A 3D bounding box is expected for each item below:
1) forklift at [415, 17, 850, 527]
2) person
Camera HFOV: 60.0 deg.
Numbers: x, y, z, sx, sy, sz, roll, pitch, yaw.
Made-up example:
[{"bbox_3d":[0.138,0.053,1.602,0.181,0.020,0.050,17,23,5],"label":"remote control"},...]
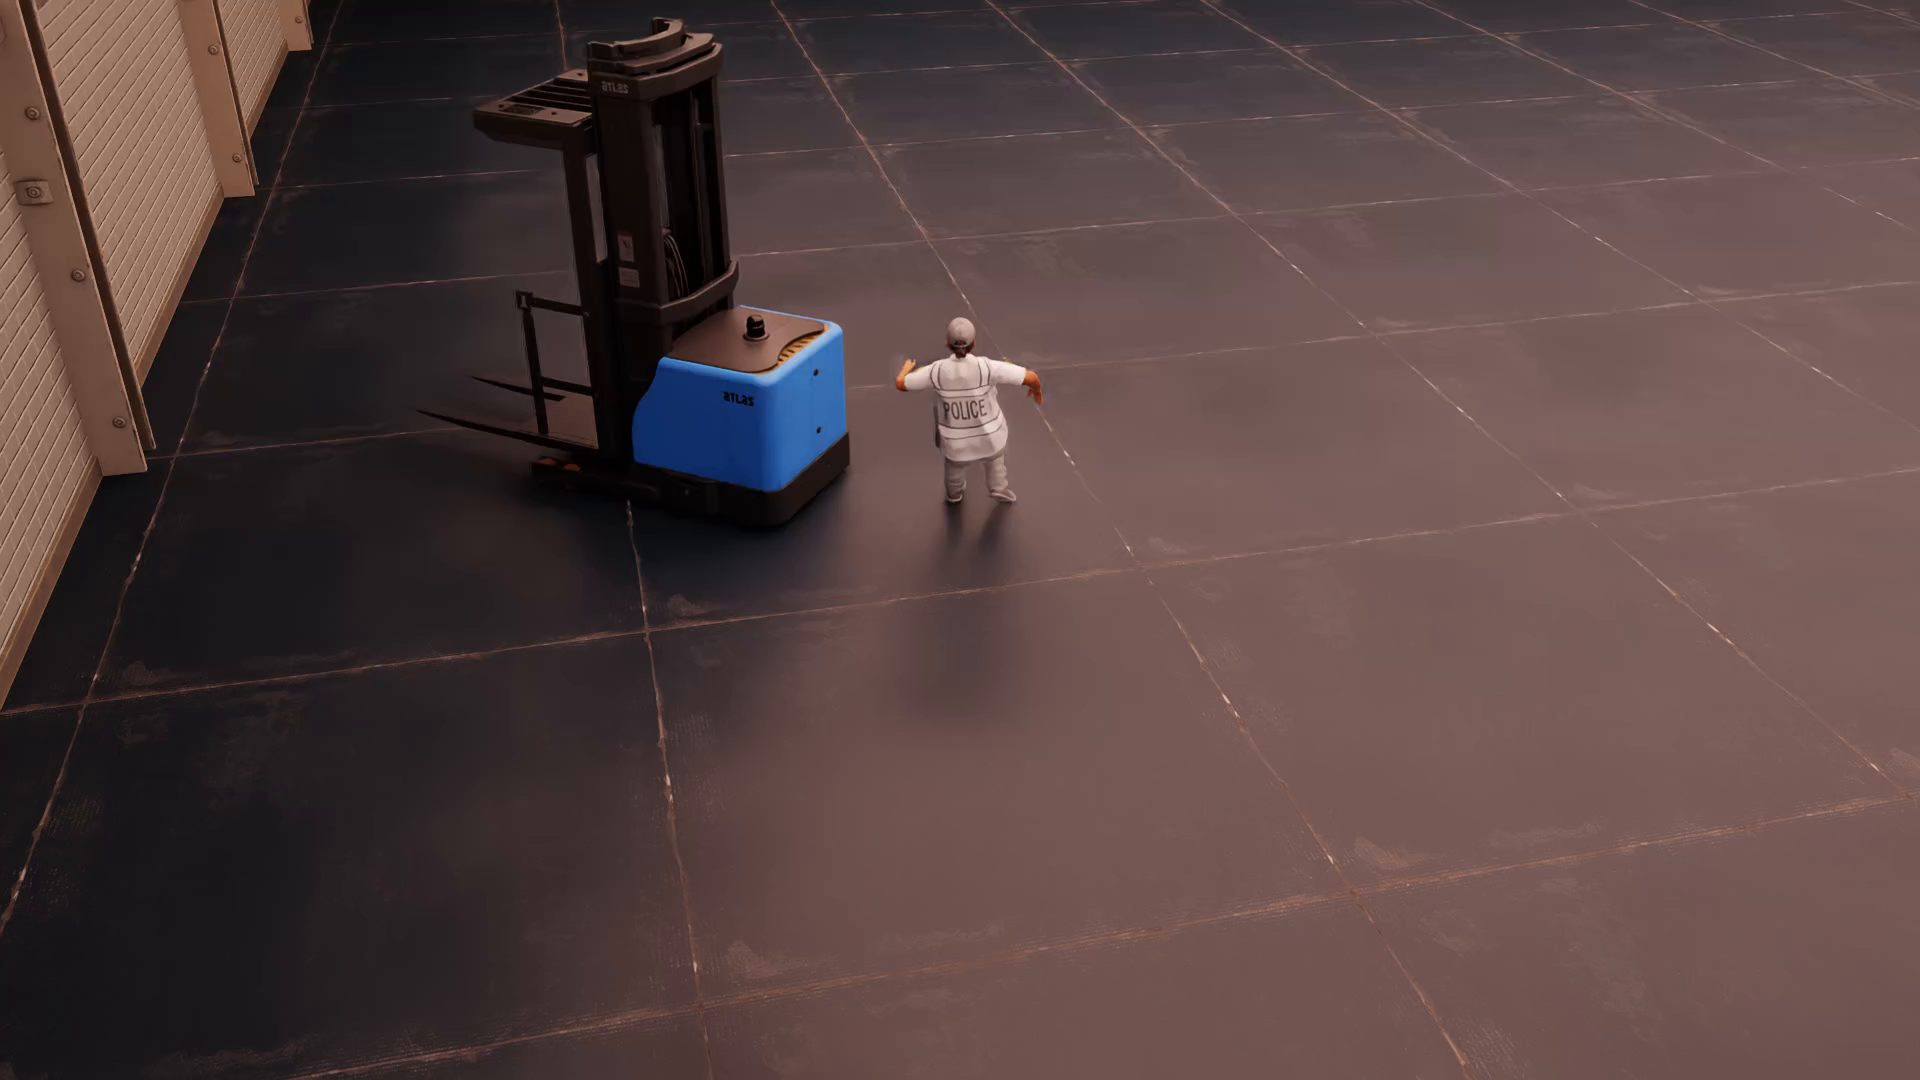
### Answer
[{"bbox_3d":[-2.306,-1.834,10.743,3.031,2.935,1.130,13,32,21],"label":"forklift"},{"bbox_3d":[0.053,-0.806,10.452,0.912,1.429,0.824,-3,30,-6],"label":"person"}]
